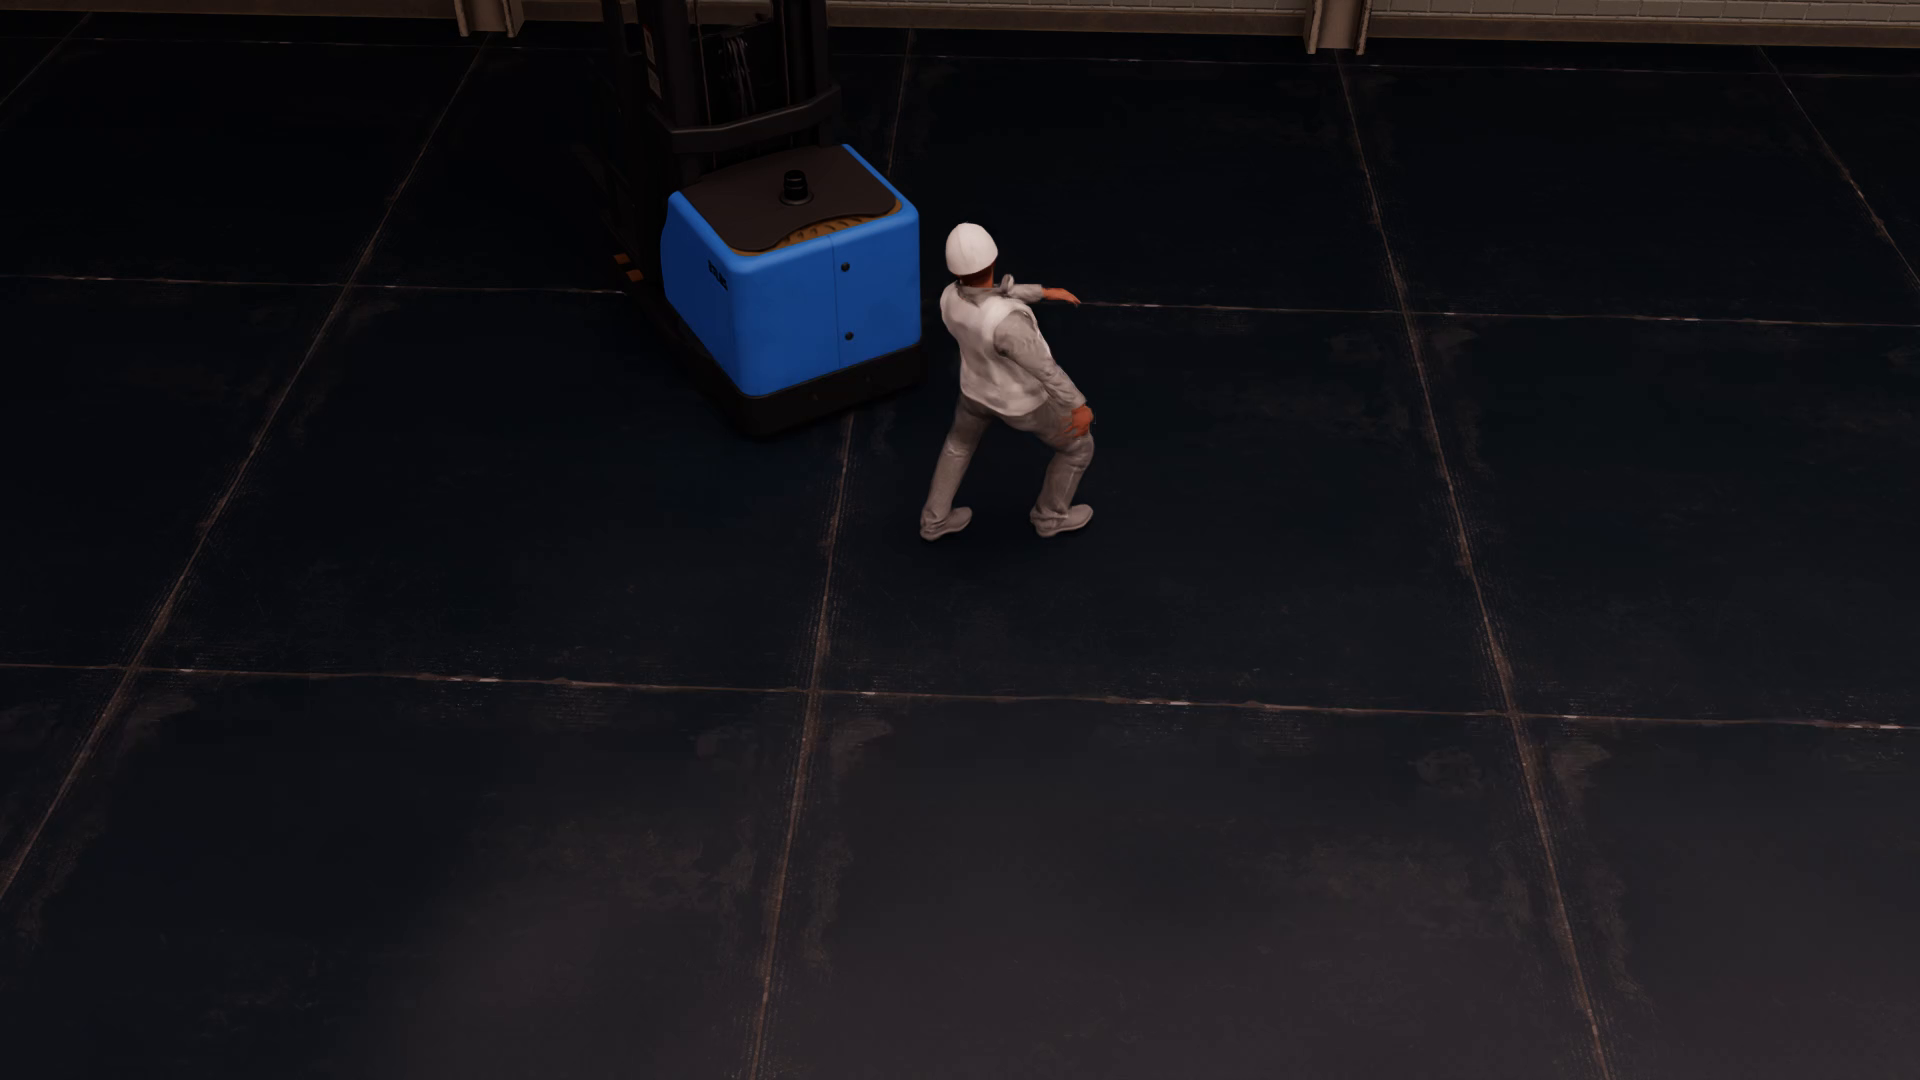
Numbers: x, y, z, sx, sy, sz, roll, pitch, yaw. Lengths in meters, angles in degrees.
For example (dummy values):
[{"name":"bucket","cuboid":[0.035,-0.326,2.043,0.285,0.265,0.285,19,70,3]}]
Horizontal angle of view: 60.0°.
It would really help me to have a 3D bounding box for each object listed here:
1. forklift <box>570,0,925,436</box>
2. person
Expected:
[{"name":"forklift","cuboid":[-1.359,-2.588,8.578,1.130,2.935,3.031,-21,47,-22]},{"name":"person","cuboid":[0.296,-0.695,7.453,0.746,1.652,0.836,26,49,26]}]
